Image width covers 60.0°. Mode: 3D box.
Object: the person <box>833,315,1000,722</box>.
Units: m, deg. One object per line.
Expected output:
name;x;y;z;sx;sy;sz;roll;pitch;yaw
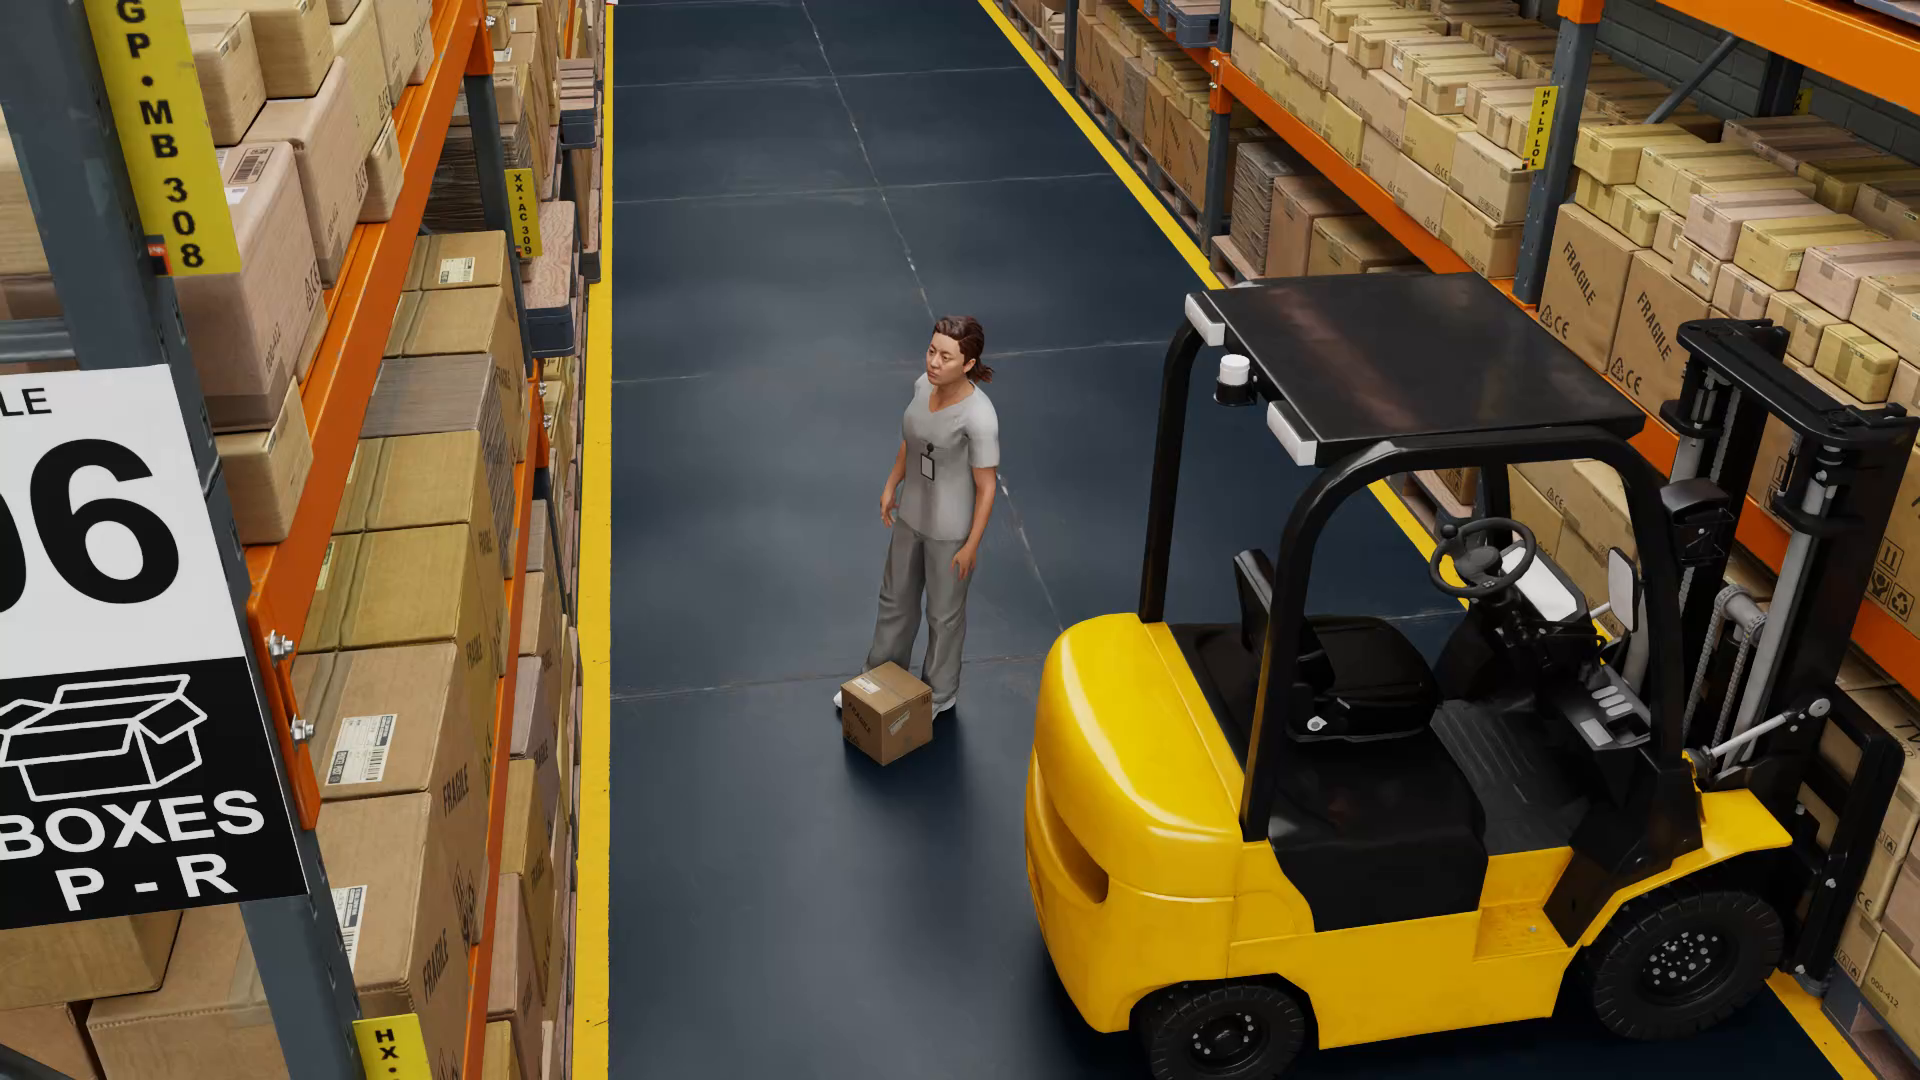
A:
person;-0.138;-0.040;6.181;0.549;1.676;0.549;-23;38;-33
